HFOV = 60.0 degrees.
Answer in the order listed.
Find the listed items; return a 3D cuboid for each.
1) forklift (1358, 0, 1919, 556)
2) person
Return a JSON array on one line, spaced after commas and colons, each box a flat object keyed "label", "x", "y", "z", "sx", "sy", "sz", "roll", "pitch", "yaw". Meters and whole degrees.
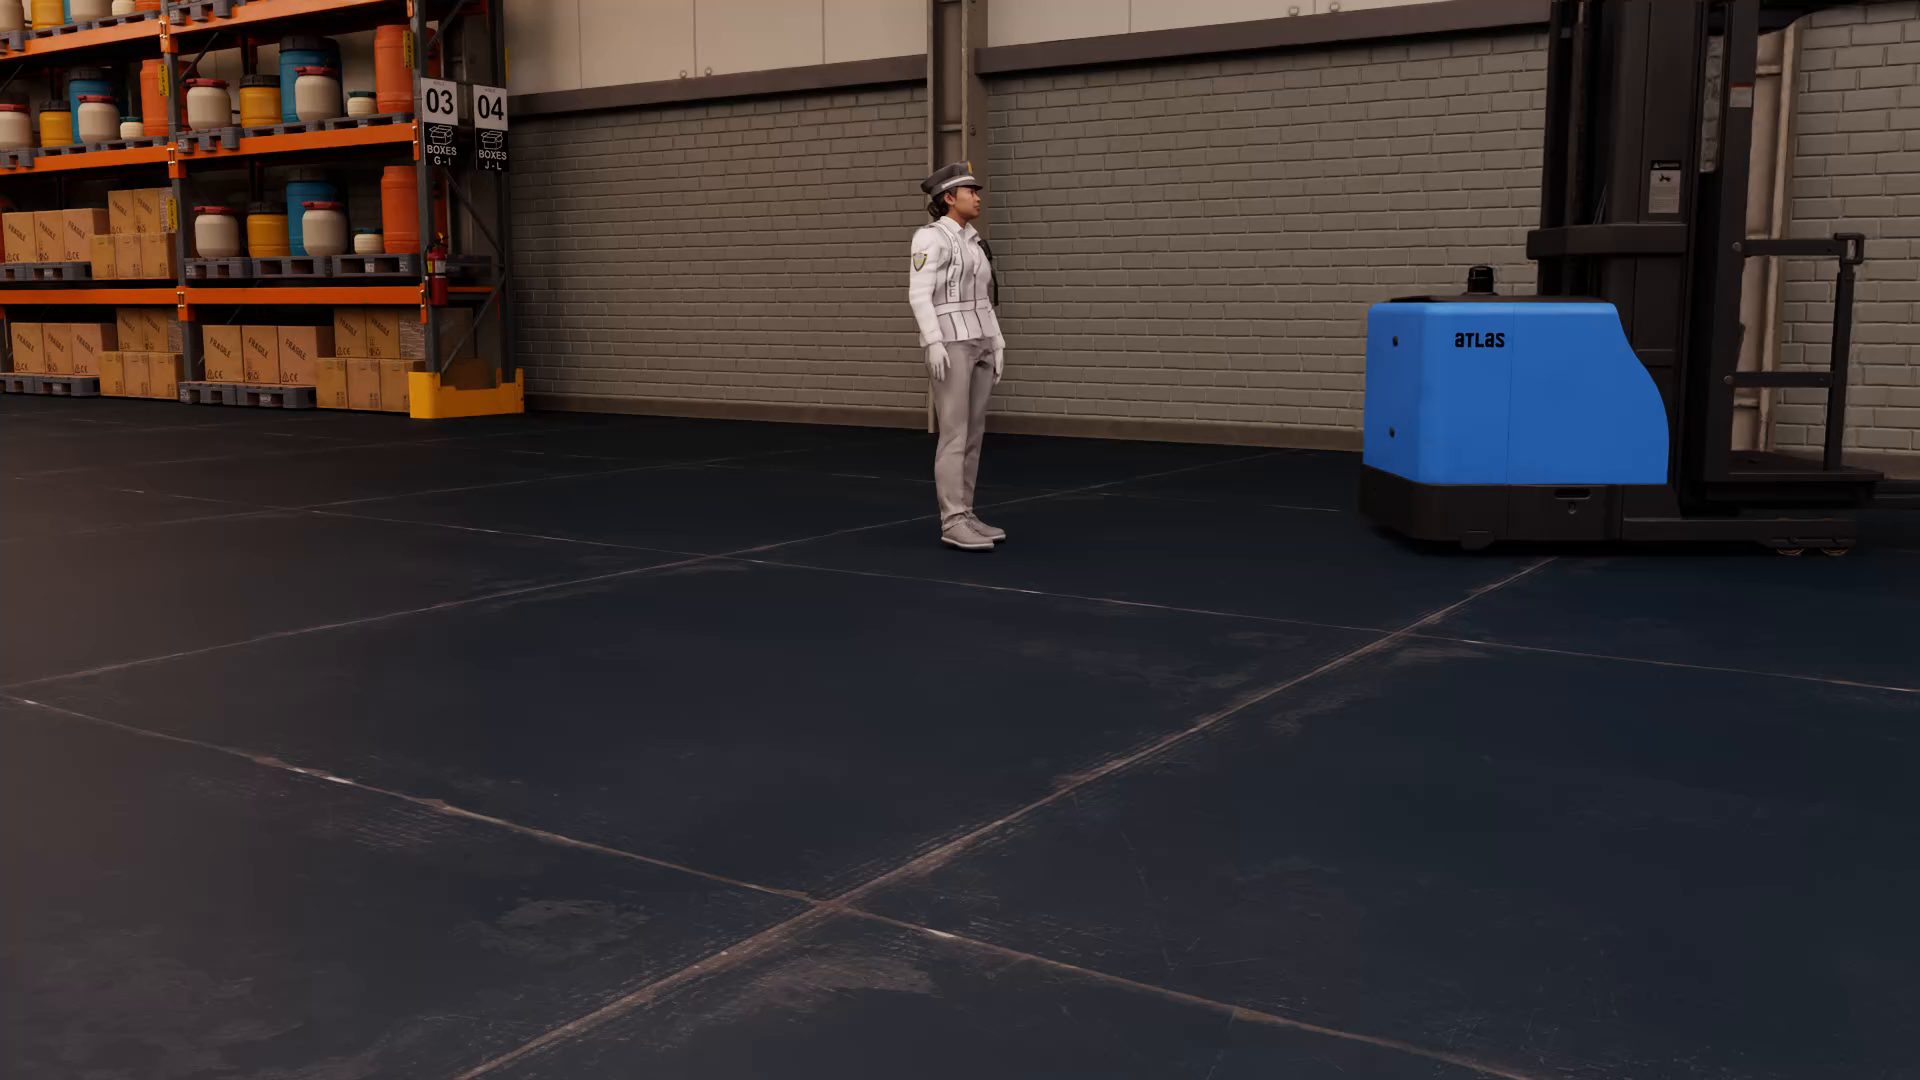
[{"label": "forklift", "x": 3.444, "y": -1.456, "z": 7.431, "sx": 3.031, "sy": 2.935, "sz": 1.130, "roll": 0, "pitch": 8, "yaw": -2}, {"label": "person", "x": 0.052, "y": -0.838, "z": 7.441, "sx": 0.533, "sy": 1.693, "sz": 0.588, "roll": 5, "pitch": 10, "yaw": 34}]
